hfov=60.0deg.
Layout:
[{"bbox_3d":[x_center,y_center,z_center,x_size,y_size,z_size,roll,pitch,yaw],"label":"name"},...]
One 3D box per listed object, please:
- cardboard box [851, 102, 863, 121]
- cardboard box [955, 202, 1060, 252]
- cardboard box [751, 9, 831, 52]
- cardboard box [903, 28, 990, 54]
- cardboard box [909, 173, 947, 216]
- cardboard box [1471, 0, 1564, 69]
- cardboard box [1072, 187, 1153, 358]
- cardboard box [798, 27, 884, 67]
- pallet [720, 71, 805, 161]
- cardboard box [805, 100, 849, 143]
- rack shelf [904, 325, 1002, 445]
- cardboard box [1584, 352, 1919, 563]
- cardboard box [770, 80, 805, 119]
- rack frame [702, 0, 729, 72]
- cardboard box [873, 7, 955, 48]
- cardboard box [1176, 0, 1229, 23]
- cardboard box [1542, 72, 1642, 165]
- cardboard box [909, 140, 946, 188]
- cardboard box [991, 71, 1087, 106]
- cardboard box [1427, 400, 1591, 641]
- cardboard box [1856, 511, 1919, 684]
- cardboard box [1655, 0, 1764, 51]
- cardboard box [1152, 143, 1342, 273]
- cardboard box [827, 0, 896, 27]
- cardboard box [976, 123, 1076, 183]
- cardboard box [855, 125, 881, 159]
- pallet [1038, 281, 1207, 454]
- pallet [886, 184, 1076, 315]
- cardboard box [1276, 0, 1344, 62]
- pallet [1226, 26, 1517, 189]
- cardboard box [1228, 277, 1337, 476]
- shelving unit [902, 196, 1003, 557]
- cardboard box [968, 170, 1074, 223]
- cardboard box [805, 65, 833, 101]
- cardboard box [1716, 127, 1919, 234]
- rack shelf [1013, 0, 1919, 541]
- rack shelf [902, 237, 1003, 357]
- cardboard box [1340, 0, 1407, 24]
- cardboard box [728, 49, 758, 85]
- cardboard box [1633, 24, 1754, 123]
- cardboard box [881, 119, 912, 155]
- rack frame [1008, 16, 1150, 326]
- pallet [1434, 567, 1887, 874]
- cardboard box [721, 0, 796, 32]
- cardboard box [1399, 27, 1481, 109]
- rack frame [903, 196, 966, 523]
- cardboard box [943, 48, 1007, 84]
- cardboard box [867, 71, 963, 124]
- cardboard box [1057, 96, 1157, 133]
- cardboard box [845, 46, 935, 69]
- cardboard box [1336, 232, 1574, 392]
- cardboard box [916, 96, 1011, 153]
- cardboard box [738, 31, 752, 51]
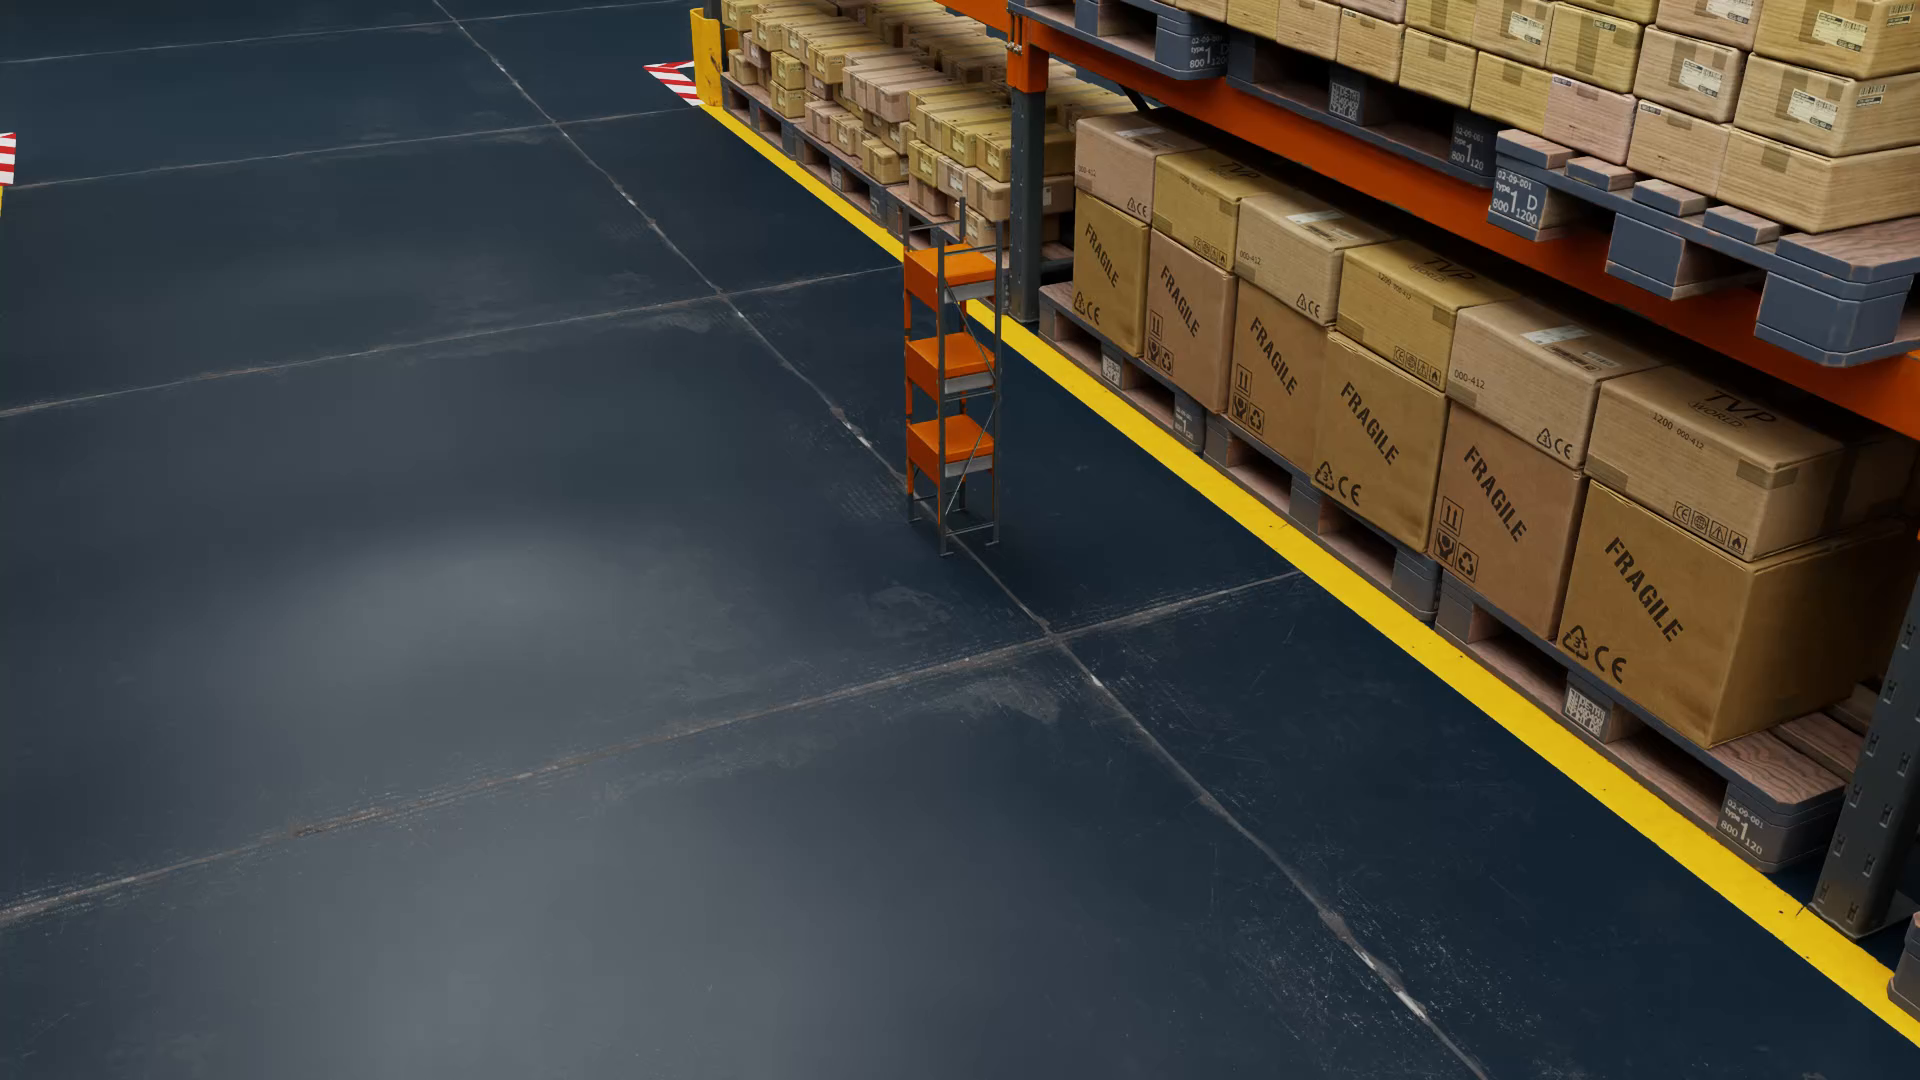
[{"bbox_3d":[-0.323,-2.181,8.253,0.380,0.149,0.250,-12,31,-20],"label":"cardboard box"},{"bbox_3d":[0.200,-1.359,7.093,0.380,0.149,0.250,-13,32,-21],"label":"cardboard box"},{"bbox_3d":[-0.903,-2.747,8.958,0.380,0.149,0.250,-13,32,-22],"label":"cardboard box"},{"bbox_3d":[-0.070,-2.518,8.551,0.380,0.149,0.250,-14,32,-24],"label":"cardboard box"},{"bbox_3d":[-0.007,-1.595,7.513,0.380,0.149,0.250,-14,32,-24],"label":"cardboard box"},{"bbox_3d":[1.432,-1.221,3.884,0.380,0.149,0.250,-13,32,-22],"label":"cardboard box"},{"bbox_3d":[0.754,-1.029,6.144,0.500,0.500,0.500,-12,31,-20],"label":"cardboard box"},{"bbox_3d":[-0.611,-2.530,8.572,0.380,0.149,0.250,-12,31,-20],"label":"cardboard box"},{"bbox_3d":[-0.691,-2.469,9.437,1.003,0.211,1.213,-13,32,-22],"label":"pallet"},{"bbox_3d":[-0.571,-2.162,8.525,0.380,0.149,0.250,-15,32,-24],"label":"cardboard box"},{"bbox_3d":[-0.023,-0.472,5.041,0.215,0.259,0.240,-13,32,-22],"label":"rack shelf"},{"bbox_3d":[1.863,-0.218,3.932,0.500,0.250,0.500,-14,32,-23],"label":"cardboard box"},{"bbox_3d":[-0.795,-2.383,8.919,0.380,0.149,0.250,-13,32,-21],"label":"cardboard box"},{"bbox_3d":[-1.041,-4.085,9.468,1.000,3.000,0.127,-13,32,-22],"label":"rack frame"},{"bbox_3d":[-0.249,-2.765,8.991,0.380,0.149,0.250,-14,32,-24],"label":"cardboard box"},{"bbox_3d":[0.875,-1.665,4.980,0.380,0.149,0.250,-15,32,-24],"label":"cardboard box"},{"bbox_3d":[1.551,-0.970,3.740,0.380,0.149,0.250,-13,32,-21],"label":"cardboard box"},{"bbox_3d":[-0.004,-1.691,7.381,0.380,0.149,0.250,-14,32,-24],"label":"cardboard box"},{"bbox_3d":[0.365,-2.059,7.732,0.380,0.149,0.250,-14,32,-23],"label":"cardboard box"},{"bbox_3d":[1.655,-0.110,4.505,0.500,0.500,0.500,-12,31,-20],"label":"cardboard box"},{"bbox_3d":[2.320,-0.010,4.327,0.500,0.500,0.500,-15,32,-24],"label":"cardboard box"},{"bbox_3d":[1.663,-1.116,3.392,0.380,0.149,0.250,-13,32,-23],"label":"cardboard box"},{"bbox_3d":[0.986,-1.121,5.542,0.500,0.250,0.500,-12,32,-21],"label":"cardboard box"},{"bbox_3d":[-0.529,-2.980,9.375,0.380,0.149,0.250,-12,32,-21],"label":"cardboard box"},{"bbox_3d":[0.289,-1.620,6.949,0.380,0.149,0.250,-12,31,-21],"label":"cardboard box"},{"bbox_3d":[-0.295,-1.946,8.139,0.380,0.149,0.250,-12,32,-21],"label":"cardboard box"},{"bbox_3d":[1.012,-0.758,6.386,1.003,0.211,1.213,-13,32,-22],"label":"pallet"},{"bbox_3d":[0.356,-1.391,7.515,1.003,0.211,1.213,-13,32,-22],"label":"pallet"},{"bbox_3d":[1.101,-1.433,4.567,0.380,0.149,0.250,-15,32,-24],"label":"cardboard box"},{"bbox_3d":[1.507,-1.333,4.757,1.003,0.211,1.213,-13,32,-22],"label":"pallet"},{"bbox_3d":[1.220,-0.567,5.320,0.500,0.500,0.500,-13,32,-21],"label":"cardboard box"},{"bbox_3d":[-0.023,-0.482,5.035,0.215,1.050,0.252,-13,32,-22],"label":"shelving unit"},{"bbox_3d":[0.254,-1.460,6.968,0.380,0.149,0.250,-12,32,-21],"label":"cardboard box"},{"bbox_3d":[-0.584,-2.413,8.668,0.380,0.149,0.250,-15,32,-24],"label":"cardboard box"},{"bbox_3d":[1.767,-0.746,3.341,0.380,0.149,0.250,-13,32,-21],"label":"cardboard box"},{"bbox_3d":[1.535,-1.121,4.917,1.077,0.370,4.000,-13,32,-22],"label":"rack shelf"},{"bbox_3d":[-0.023,-0.720,4.902,0.215,0.259,0.240,-13,32,-22],"label":"rack shelf"},{"bbox_3d":[1.215,-1.446,4.286,0.380,0.149,0.250,-12,32,-21],"label":"cardboard box"},{"bbox_3d":[-1.105,-2.726,9.530,0.380,0.149,0.250,-12,32,-21],"label":"cardboard box"},{"bbox_3d":[1.654,-0.995,3.480,0.380,0.149,0.250,-12,31,-20],"label":"cardboard box"},{"bbox_3d":[-0.150,-1.931,7.808,0.380,0.149,0.250,-12,32,-21],"label":"cardboard box"},{"bbox_3d":[0.676,-2.318,6.317,1.000,3.000,0.127,-13,32,-22],"label":"rack frame"},{"bbox_3d":[2.059,0.320,4.464,1.003,0.211,1.213,-13,32,-22],"label":"pallet"},{"bbox_3d":[-1.123,-2.981,9.377,0.380,0.149,0.250,-15,32,-24],"label":"cardboard box"},{"bbox_3d":[1.330,-1.199,4.149,0.380,0.149,0.250,-15,32,-24],"label":"cardboard box"},{"bbox_3d":[-0.075,-0.535,5.131,0.200,1.050,0.008,-13,32,-22],"label":"rack frame"},{"bbox_3d":[0.138,-2.291,8.147,0.380,0.149,0.250,-14,32,-24],"label":"cardboard box"},{"bbox_3d":[-0.211,-2.064,7.741,0.380,0.149,0.250,-15,32,-24],"label":"cardboard box"},{"bbox_3d":[0.651,-1.847,7.354,0.380,0.149,0.250,-11,31,-20],"label":"cardboard box"},{"bbox_3d":[-0.346,-2.313,8.185,0.380,0.149,0.250,-13,32,-22],"label":"cardboard box"},{"bbox_3d":[1.433,-0.667,4.732,0.500,0.250,0.500,-12,32,-21],"label":"cardboard box"},{"bbox_3d":[0.030,-1.833,7.329,0.380,0.149,0.250,-13,32,-22],"label":"cardboard box"},{"bbox_3d":[-1.048,-2.869,9.481,0.380,0.149,0.250,-12,31,-20],"label":"cardboard box"}]
